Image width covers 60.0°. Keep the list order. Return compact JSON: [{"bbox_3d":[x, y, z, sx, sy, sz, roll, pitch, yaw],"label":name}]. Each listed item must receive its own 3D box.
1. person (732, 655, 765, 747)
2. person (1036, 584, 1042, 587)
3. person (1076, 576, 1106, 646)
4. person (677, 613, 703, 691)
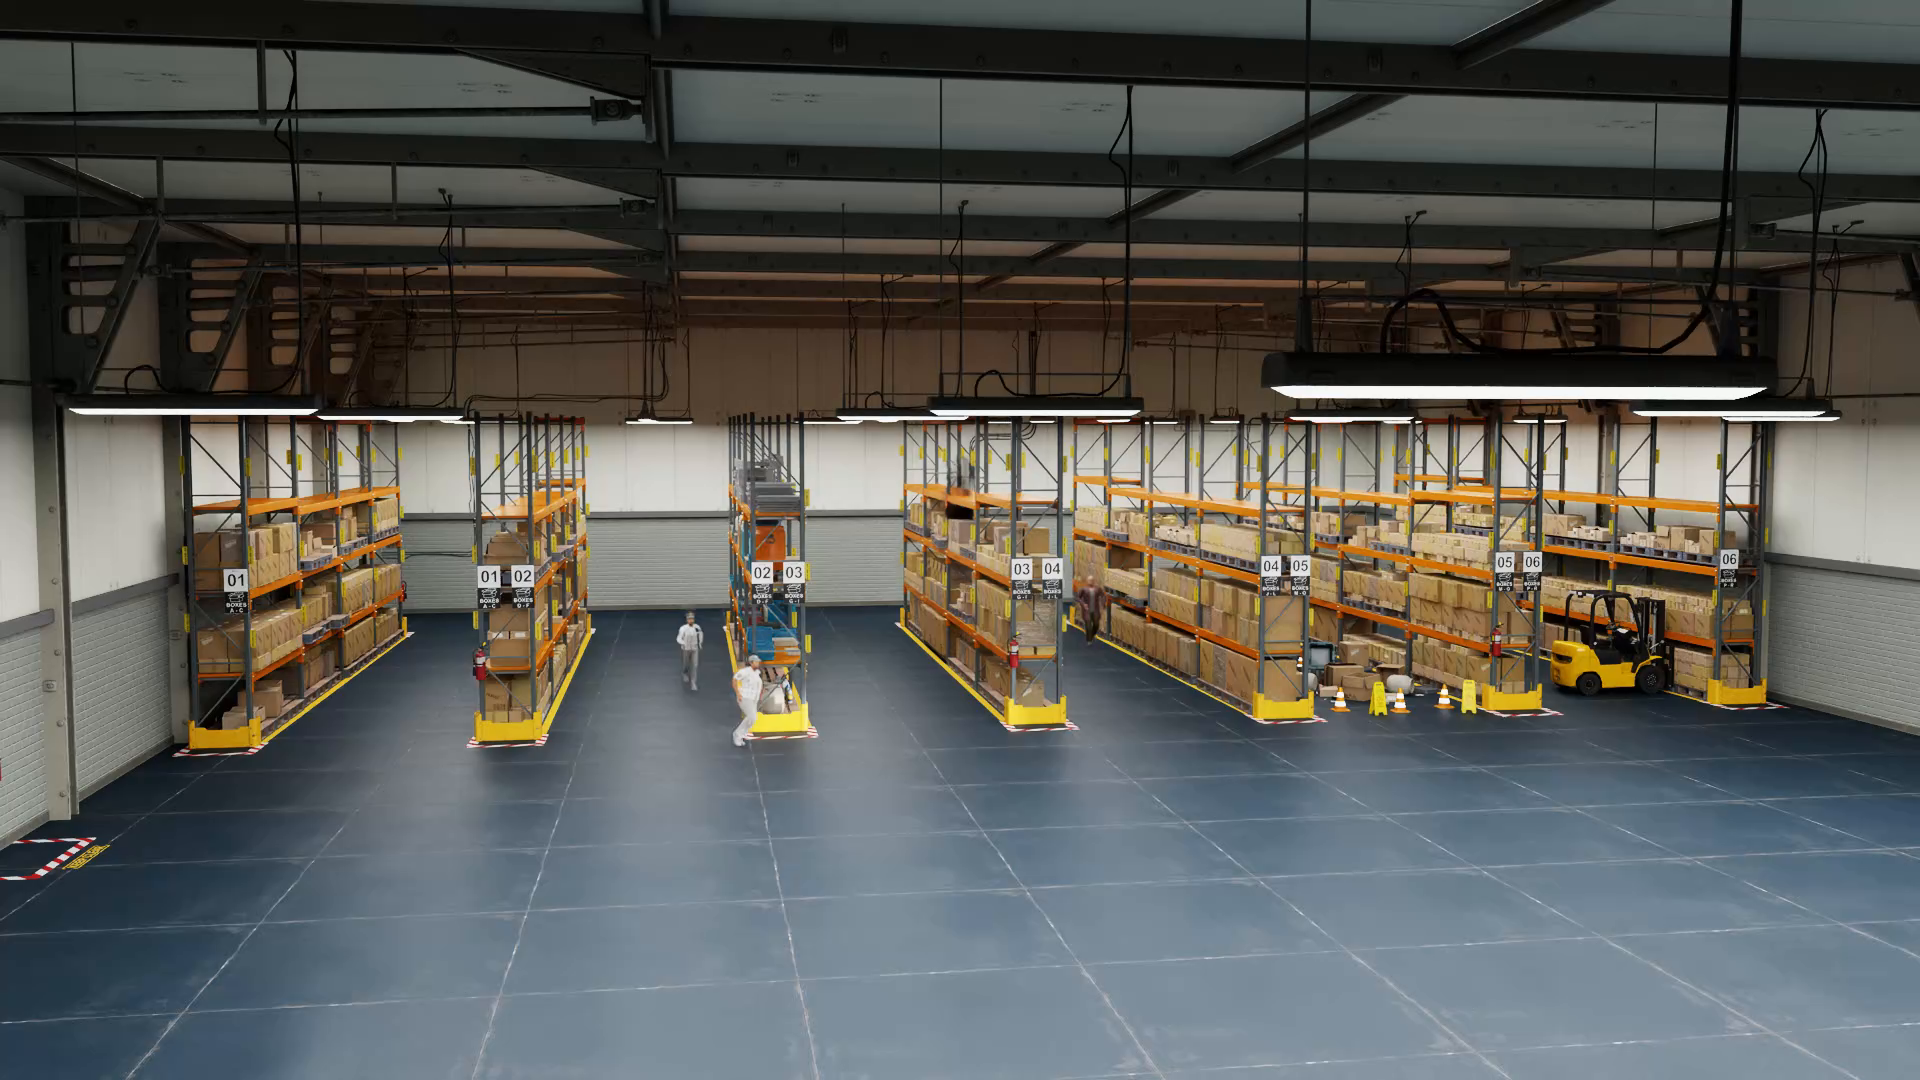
[{"bbox_3d":[-3.799,2.888,29.979,0.573,1.610,0.699,2,4,29],"label":"person"},{"bbox_3d":[2.304,1.583,49.115,0.745,1.640,0.781,3,5,37],"label":"person"},{"bbox_3d":[3.256,1.765,41.166,0.759,1.753,0.610,-1,4,-8],"label":"person"},{"bbox_3d":[-5.901,2.410,36.416,0.600,1.676,0.892,-1,4,-18],"label":"person"}]
